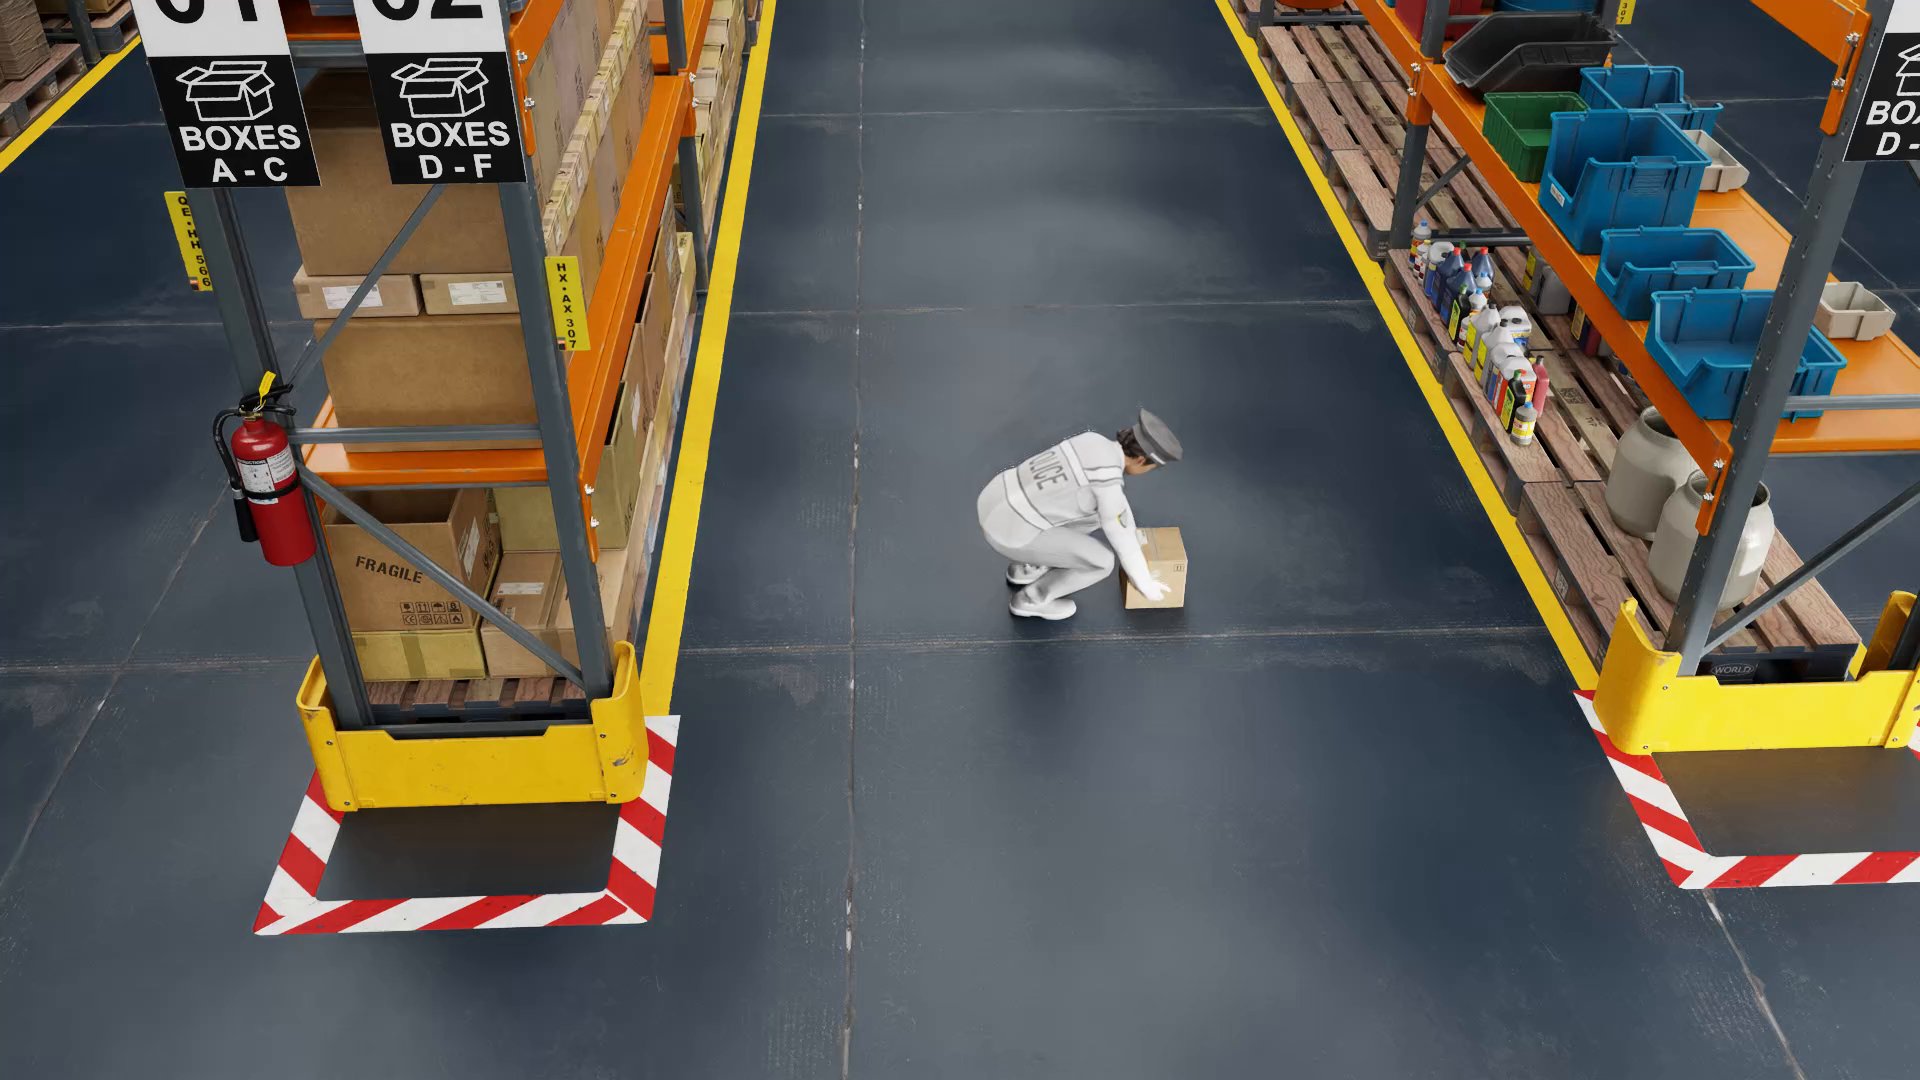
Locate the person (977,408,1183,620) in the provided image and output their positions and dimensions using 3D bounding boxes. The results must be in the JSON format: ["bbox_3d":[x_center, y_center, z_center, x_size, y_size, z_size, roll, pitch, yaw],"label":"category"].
[{"bbox_3d":[0.503,-0.120,7.012,0.858,0.866,0.484,-1,35,-2],"label":"person"}]
